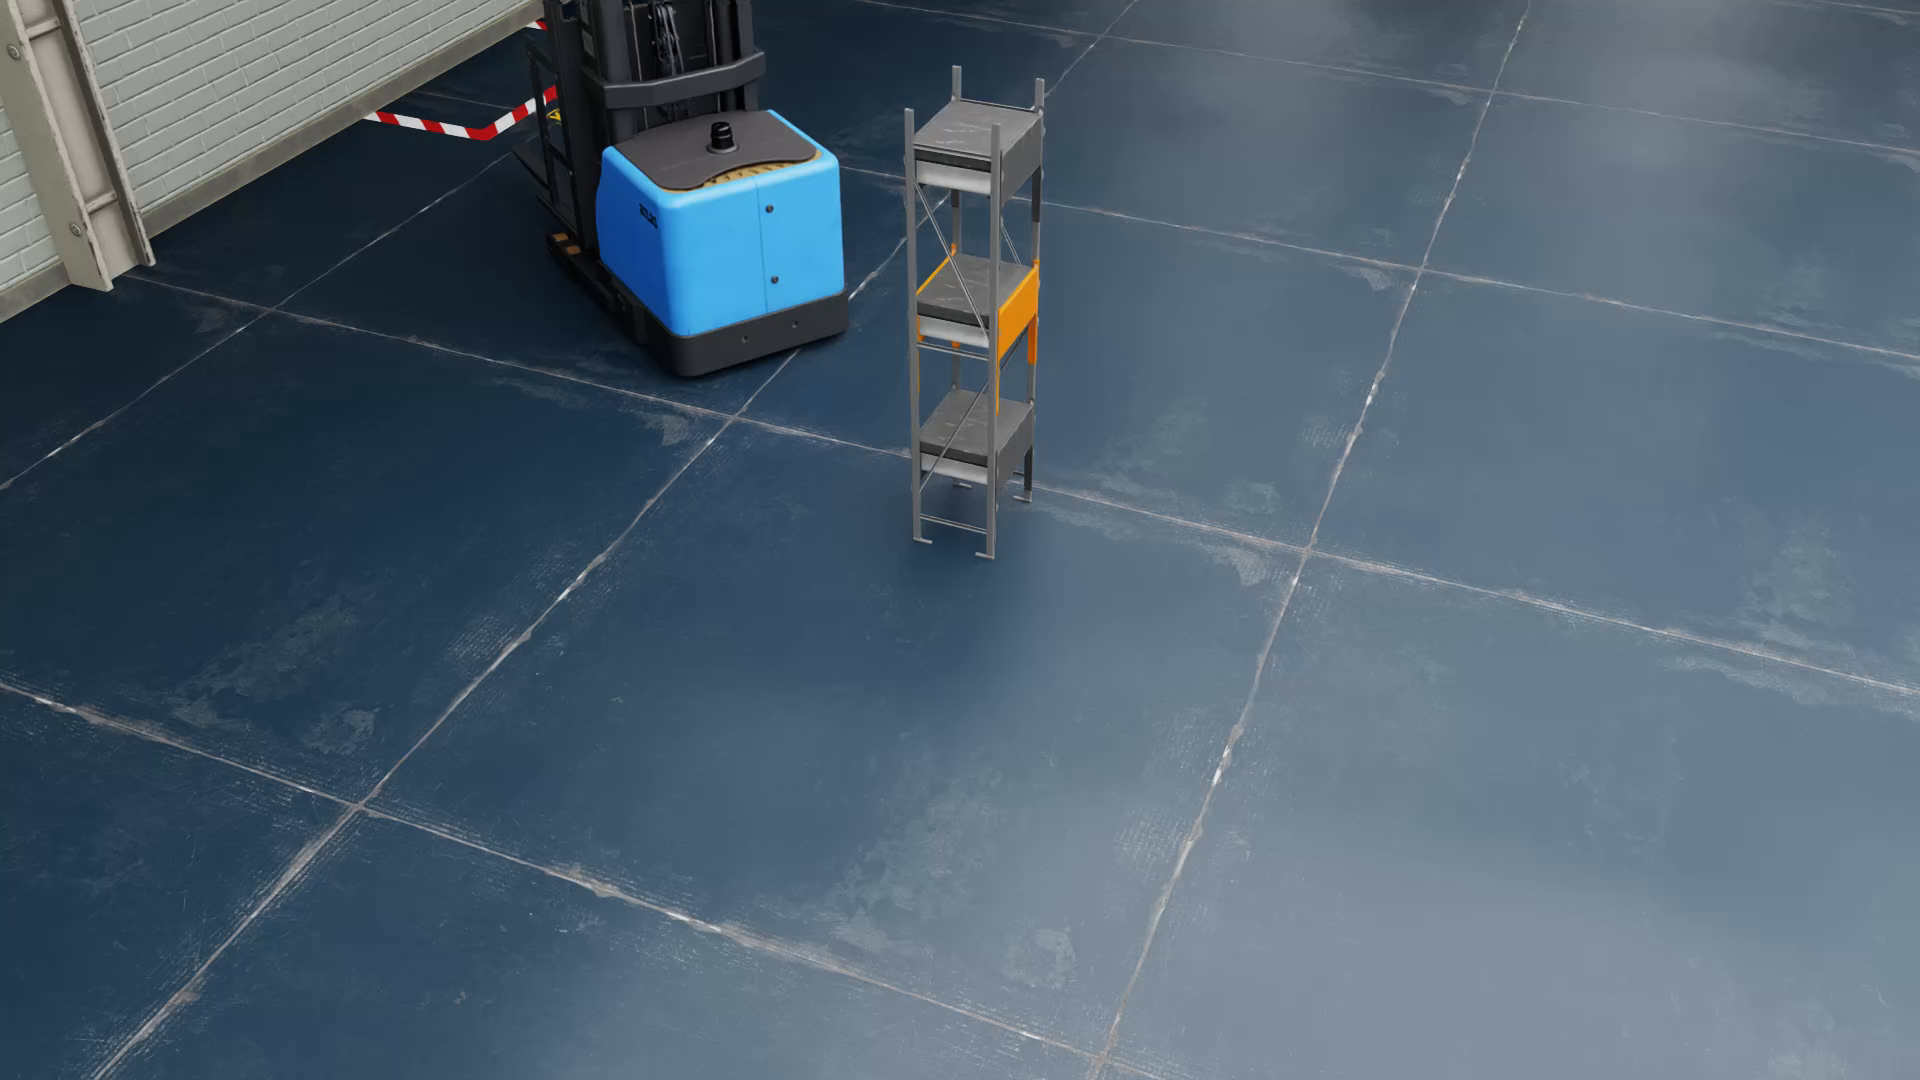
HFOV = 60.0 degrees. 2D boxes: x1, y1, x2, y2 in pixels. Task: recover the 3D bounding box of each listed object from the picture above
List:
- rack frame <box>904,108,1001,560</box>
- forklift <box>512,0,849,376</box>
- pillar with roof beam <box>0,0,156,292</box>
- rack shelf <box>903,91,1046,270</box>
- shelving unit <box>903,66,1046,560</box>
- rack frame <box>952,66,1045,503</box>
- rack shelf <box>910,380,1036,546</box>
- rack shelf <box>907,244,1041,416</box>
[{"bbox_3d":[-0.030,-0.798,7.063,0.400,2.100,0.015,14,39,18],"label":"rack frame"},{"bbox_3d":[-1.823,-2.890,9.169,1.130,2.935,3.031,-21,41,-25],"label":"forklift"},{"bbox_3d":[-1.055,-4.214,5.872,9.100,9.000,0.400,14,39,18],"label":"pillar with roof beam"},{"bbox_3d":[0.063,-1.482,6.833,0.431,0.518,0.480,14,39,18],"label":"rack shelf"},{"bbox_3d":[0.063,-0.933,7.244,0.431,2.100,0.503,14,39,18],"label":"shelving unit"},{"bbox_3d":[0.156,-1.068,7.425,0.400,2.100,0.015,14,39,18],"label":"rack frame"},{"bbox_3d":[0.063,-0.361,7.671,0.431,0.518,0.480,14,39,18],"label":"rack shelf"},{"bbox_3d":[0.063,-0.922,7.252,0.431,0.518,0.480,14,39,18],"label":"rack shelf"}]
